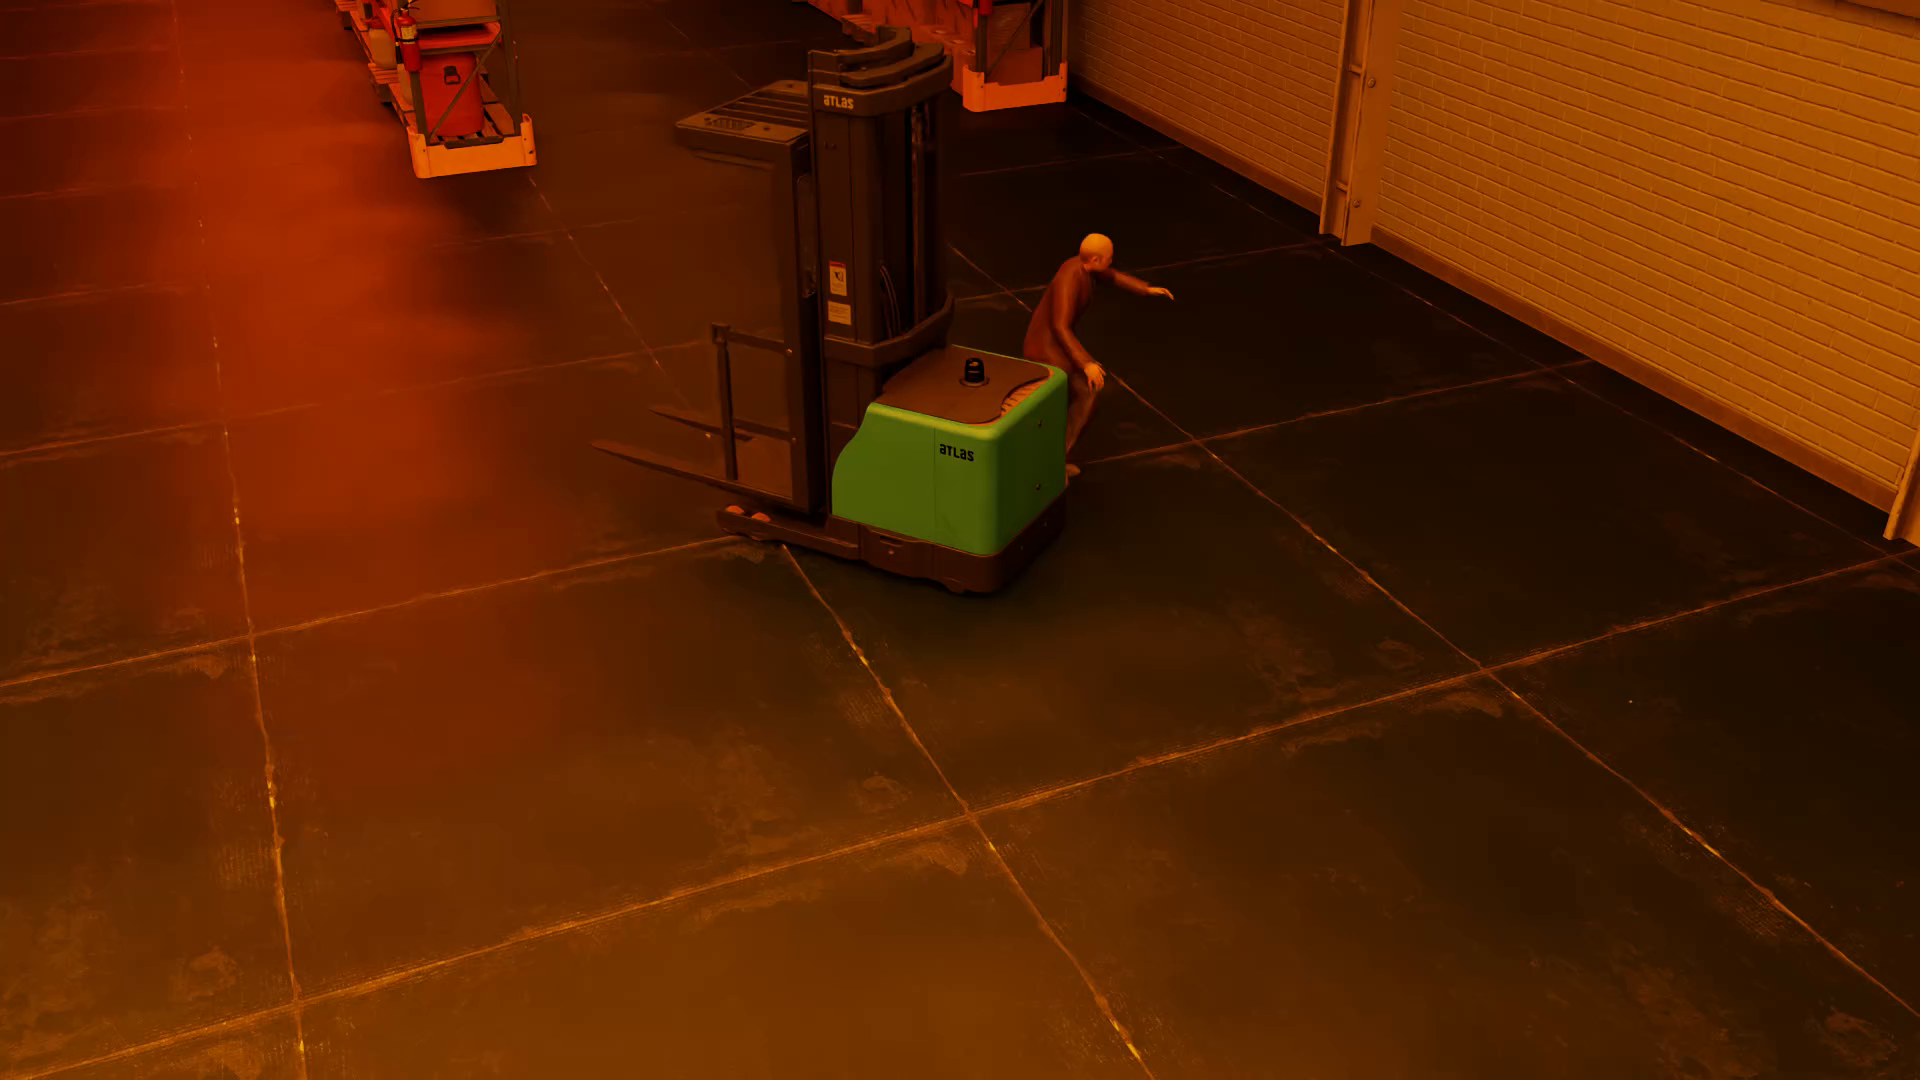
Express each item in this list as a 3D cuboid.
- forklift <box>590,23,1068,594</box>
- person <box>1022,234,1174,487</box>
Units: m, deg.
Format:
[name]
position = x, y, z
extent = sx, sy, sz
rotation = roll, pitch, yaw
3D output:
[forklift]
position = -0.897, -1.480, 9.708
extent = 3.031, 2.935, 1.130
rotation = 15, 33, 25
[person]
position = 0.851, -1.148, 10.551
extent = 0.949, 1.529, 1.245
rotation = 4, 30, 7
